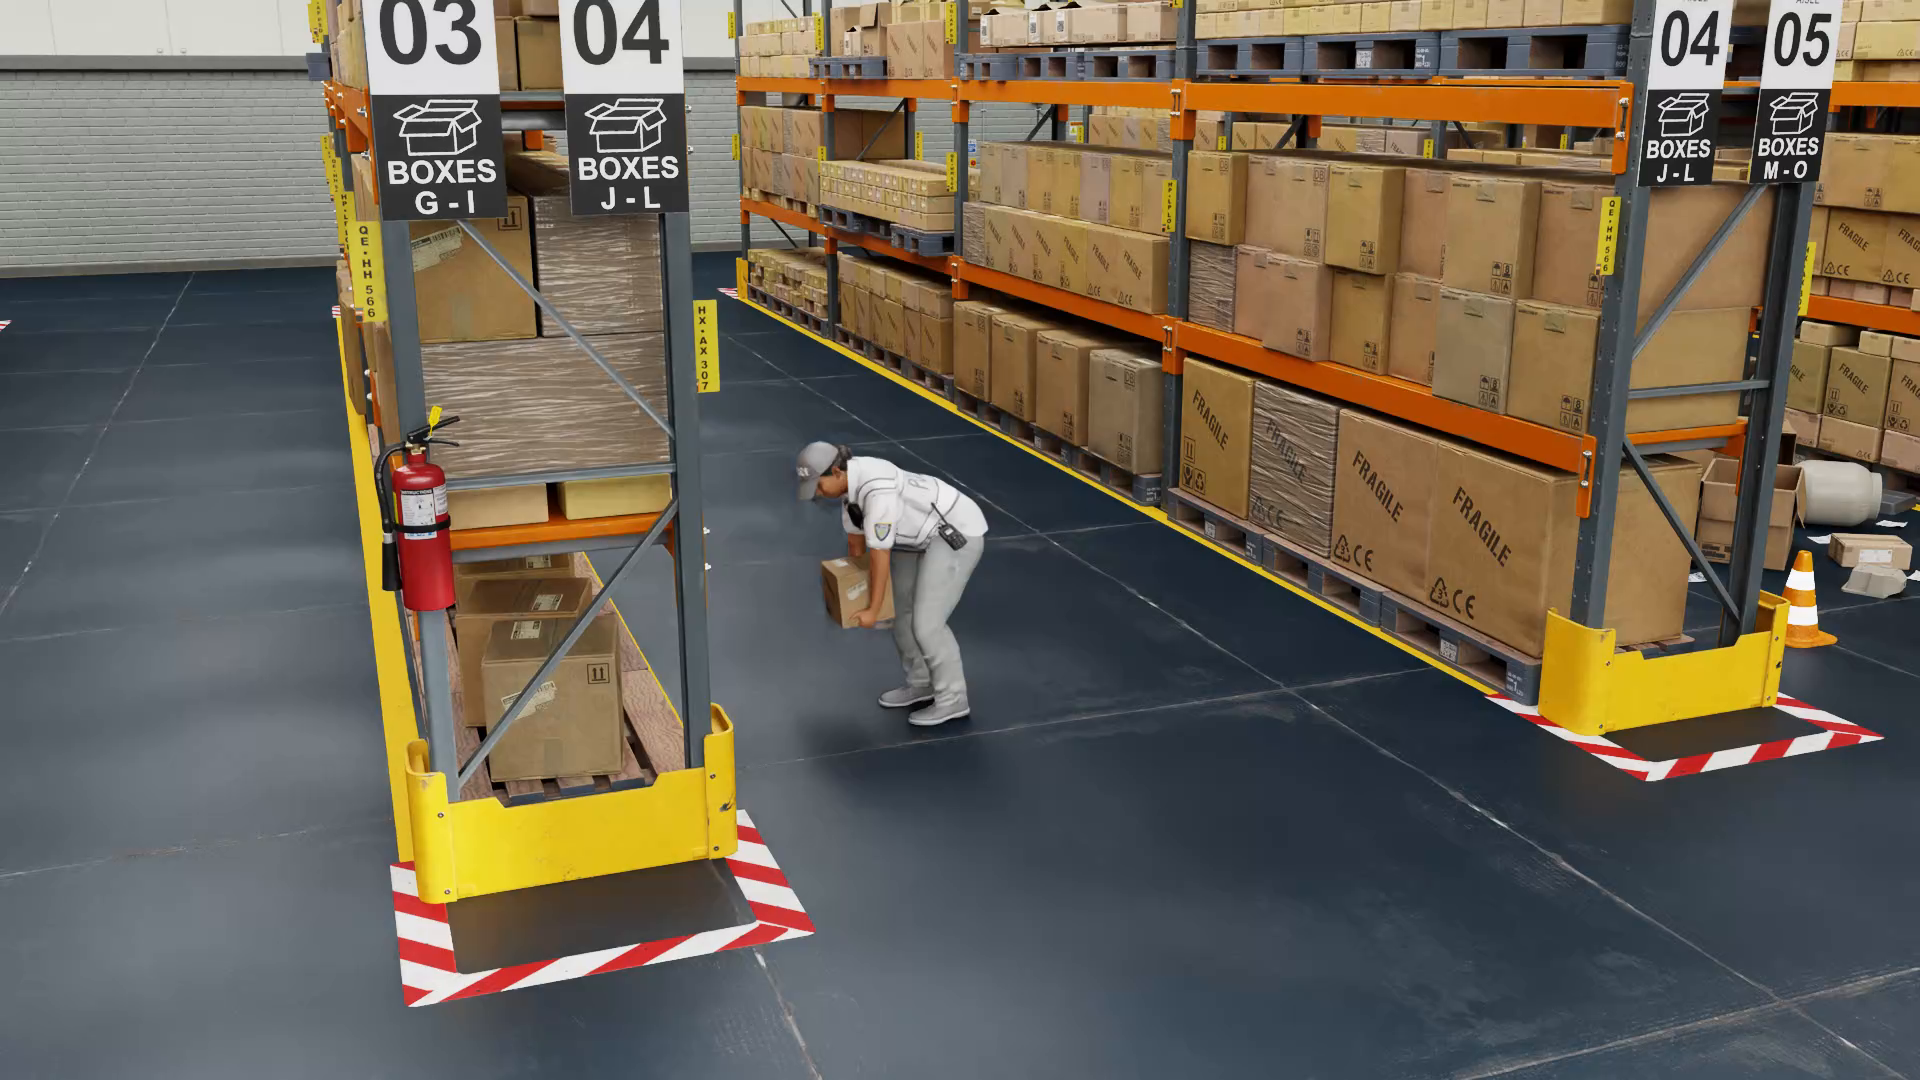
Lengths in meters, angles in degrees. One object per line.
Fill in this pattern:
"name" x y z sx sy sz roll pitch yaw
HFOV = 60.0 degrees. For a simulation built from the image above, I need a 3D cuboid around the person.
"person" -0.321 0.179 7.533 0.853 1.322 0.453 -6 17 -21
